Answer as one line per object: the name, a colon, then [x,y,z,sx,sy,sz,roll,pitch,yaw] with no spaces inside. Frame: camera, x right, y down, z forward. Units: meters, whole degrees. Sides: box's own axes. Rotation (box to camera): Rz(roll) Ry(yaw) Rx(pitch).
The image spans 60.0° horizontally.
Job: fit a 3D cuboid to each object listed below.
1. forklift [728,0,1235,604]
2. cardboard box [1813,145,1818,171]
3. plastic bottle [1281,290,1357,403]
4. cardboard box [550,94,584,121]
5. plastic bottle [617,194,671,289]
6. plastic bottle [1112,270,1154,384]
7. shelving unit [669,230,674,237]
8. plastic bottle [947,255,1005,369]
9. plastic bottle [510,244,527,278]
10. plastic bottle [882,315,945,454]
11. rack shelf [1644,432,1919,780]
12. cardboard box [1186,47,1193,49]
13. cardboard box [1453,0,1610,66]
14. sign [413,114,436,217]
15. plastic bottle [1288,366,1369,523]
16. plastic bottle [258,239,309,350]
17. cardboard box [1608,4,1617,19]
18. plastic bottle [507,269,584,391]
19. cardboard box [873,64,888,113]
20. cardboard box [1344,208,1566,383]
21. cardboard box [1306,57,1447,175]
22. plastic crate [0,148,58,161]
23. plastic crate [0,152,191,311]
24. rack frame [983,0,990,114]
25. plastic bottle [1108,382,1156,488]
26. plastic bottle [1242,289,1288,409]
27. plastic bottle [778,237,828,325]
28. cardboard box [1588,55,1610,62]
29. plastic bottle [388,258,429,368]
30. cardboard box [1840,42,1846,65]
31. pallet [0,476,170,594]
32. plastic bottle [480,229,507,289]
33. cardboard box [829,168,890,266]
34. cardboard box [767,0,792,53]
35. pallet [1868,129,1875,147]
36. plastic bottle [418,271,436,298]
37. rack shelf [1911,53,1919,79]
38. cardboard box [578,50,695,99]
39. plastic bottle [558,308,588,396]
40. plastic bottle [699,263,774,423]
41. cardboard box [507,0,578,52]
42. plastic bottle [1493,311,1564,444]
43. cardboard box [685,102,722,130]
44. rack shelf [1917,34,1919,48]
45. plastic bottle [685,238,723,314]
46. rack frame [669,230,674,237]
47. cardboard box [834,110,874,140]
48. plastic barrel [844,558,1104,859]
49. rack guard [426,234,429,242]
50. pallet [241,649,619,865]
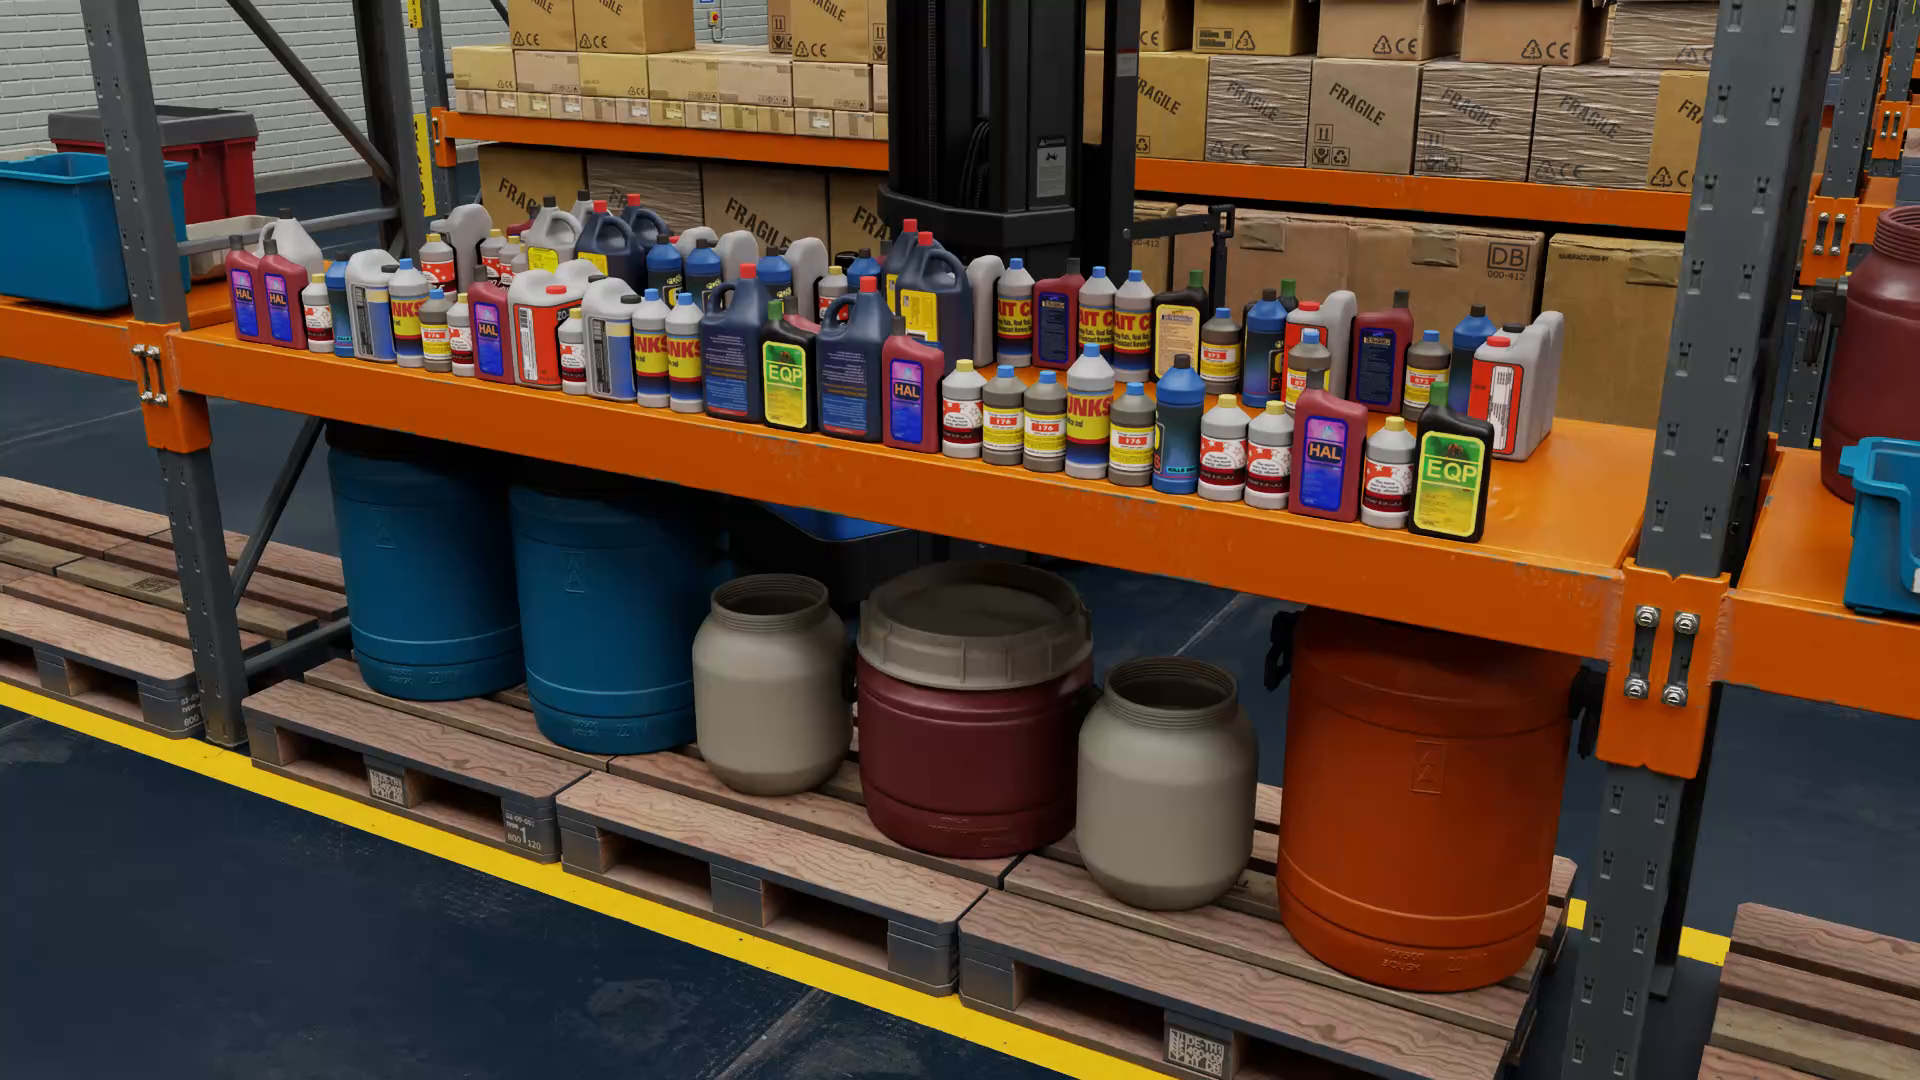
forklift: [0.529,-1.491,6.677,3.031,2.935,1.130,-12,23,-30]
cardboard box: [5.898,-2.754,12.008,0.500,0.250,0.500,10,22,25]
plastic bottle: [0.835,-0.445,3.874,0.135,0.276,0.152,11,23,27]
cardboard box: [-2.284,-2.660,10.167,0.250,0.149,0.380,10,22,26]
plastic bottle: [-0.909,-0.814,4.782,0.185,0.351,0.144,11,23,27]
plastic bottle: [0.430,-0.531,4.118,0.097,0.271,0.097,0,20,0]
shelving unit: [-1.202,-0.625,6.829,0.258,1.200,0.503,-8,21,-21]
plastic bottle: [0.028,-0.598,4.298,0.135,0.276,0.152,11,23,27]
plastic bottle: [-1.257,-0.759,4.851,0.097,0.201,0.097,0,20,0]
plastic bottle: [-0.100,-0.333,3.557,0.133,0.283,0.061,11,23,27]
rack shelf: [3.205,0.413,2.383,4.000,0.370,1.077,11,23,27]
cardboard box: [1.353,-2.364,8.836,0.500,0.500,0.500,12,23,29]
cardboard box: [2.677,-2.487,7.704,0.637,0.503,0.797,11,23,29]
sign: [-1.763,-1.217,5.415,0.005,0.325,0.100,11,23,27]
plastic bottle: [0.697,-0.182,3.138,0.133,0.283,0.061,11,23,27]
plastic bottle: [-1.804,-0.658,4.452,0.133,0.283,0.061,11,23,27]
cardboard box: [4.603,-3.712,11.579,0.250,0.149,0.380,12,23,30]
plastic bottle: [-1.006,-0.520,4.083,0.135,0.276,0.152,11,23,27]
cardboard box: [-0.131,-2.462,9.038,0.500,0.250,0.500,10,22,26]
cardboard box: [2.508,-1.203,8.281,0.875,0.875,1.225,11,23,27]
cardboard box: [1.992,-2.043,7.951,0.500,0.500,0.500,11,23,28]
plastic crate: [-3.276,-1.204,5.872,0.530,0.282,0.437,11,23,27]
plastic crate: [-2.607,-0.920,4.938,0.575,0.384,0.392,11,23,27]
rack frame: [0.383,-2.398,9.076,0.127,3.000,1.000,11,23,27]
plastic bottle: [0.350,-0.216,3.354,0.097,0.201,0.097,0,20,0]
plastic bottle: [0.718,-0.452,3.901,0.097,0.271,0.097,0,20,0]
plastic bottle: [-0.452,-0.690,4.550,0.135,0.276,0.152,11,23,27]
cardboard box: [3.132,-2.026,7.906,0.500,0.500,0.500,10,22,26]
plastic bottle: [-1.407,-0.584,4.265,0.097,0.271,0.097,0,20,0]
cardboard box: [6.090,-3.406,11.609,0.250,0.149,0.380,10,22,27]
pallet: [-3.763,0.074,6.350,1.213,0.211,1.003,11,23,27]
plastic bottle: [-1.416,-0.849,5.099,0.097,0.201,0.097,0,20,0]
cardboard box: [-0.154,-1.730,9.735,0.875,0.875,0.875,11,23,27]
cardboard box: [-0.793,-3.145,9.819,0.500,0.500,0.500,10,22,26]
pallet: [10.492,-4.986,20.300,1.213,0.211,1.003,11,23,27]
plastic bottle: [-1.450,-0.619,4.463,0.097,0.201,0.097,0,20,0]
rack shelf: [10.454,-4.012,14.581,4.000,0.370,1.077,11,23,27]
cardboard box: [-1.928,-2.803,9.977,0.500,0.250,0.500,10,22,26]
plastic bottle: [-0.918,-0.458,4.020,0.097,0.201,0.097,0,20,0]
plastic bottle: [-0.496,-0.457,3.798,0.185,0.351,0.144,11,23,27]
cardboard box: [-2.385,-3.241,10.086,0.500,0.500,0.500,10,22,26]
plastic bottle: [1.239,-0.368,3.662,0.135,0.276,0.152,11,23,27]
cardboard box: [-1.387,-2.489,9.696,0.250,0.149,0.380,11,23,28]
rack shelf: [12.871,-5.490,18.657,4.000,0.370,1.077,11,23,27]
plastic bottle: [-0.699,-0.686,4.547,0.097,0.271,0.097,0,20,0]
rack frame: [-1.296,-0.702,7.041,0.240,1.200,0.015,-8,21,-21]
cardboard box: [-0.492,-2.318,9.226,0.250,0.149,0.380,10,22,26]
plastic barrel: [0.038,0.414,4.245,0.708,0.588,0.600,11,23,27]
rack guard: [-3.130,-1.892,11.347,0.348,0.500,1.175,11,23,27]
pallet: [-1.379,0.528,5.099,1.213,0.211,1.003,11,23,27]
